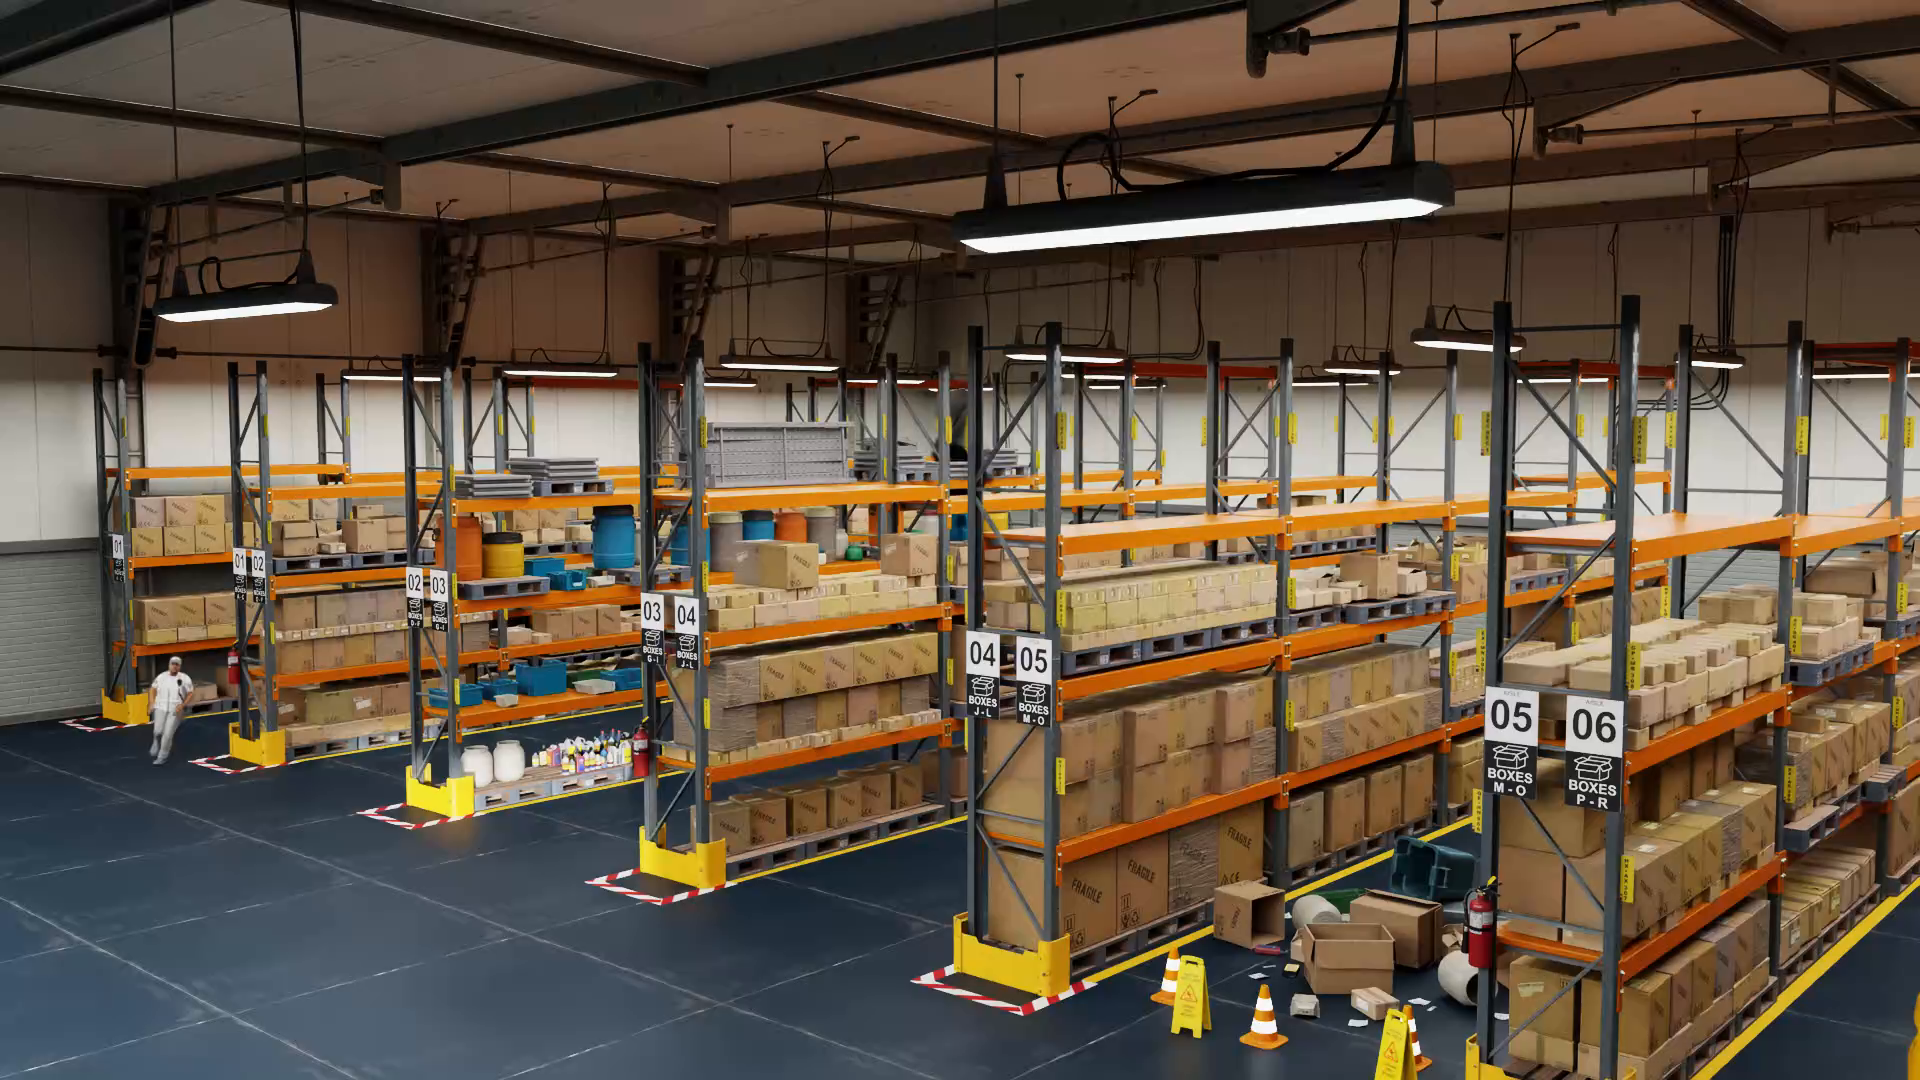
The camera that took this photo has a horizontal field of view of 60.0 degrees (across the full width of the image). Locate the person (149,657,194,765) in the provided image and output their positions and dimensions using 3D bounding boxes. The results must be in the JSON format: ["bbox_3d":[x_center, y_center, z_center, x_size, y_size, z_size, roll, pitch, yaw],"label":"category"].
[{"bbox_3d":[-11.784,2.552,24.821,0.643,1.581,0.517,-1,4,-16],"label":"person"}]
